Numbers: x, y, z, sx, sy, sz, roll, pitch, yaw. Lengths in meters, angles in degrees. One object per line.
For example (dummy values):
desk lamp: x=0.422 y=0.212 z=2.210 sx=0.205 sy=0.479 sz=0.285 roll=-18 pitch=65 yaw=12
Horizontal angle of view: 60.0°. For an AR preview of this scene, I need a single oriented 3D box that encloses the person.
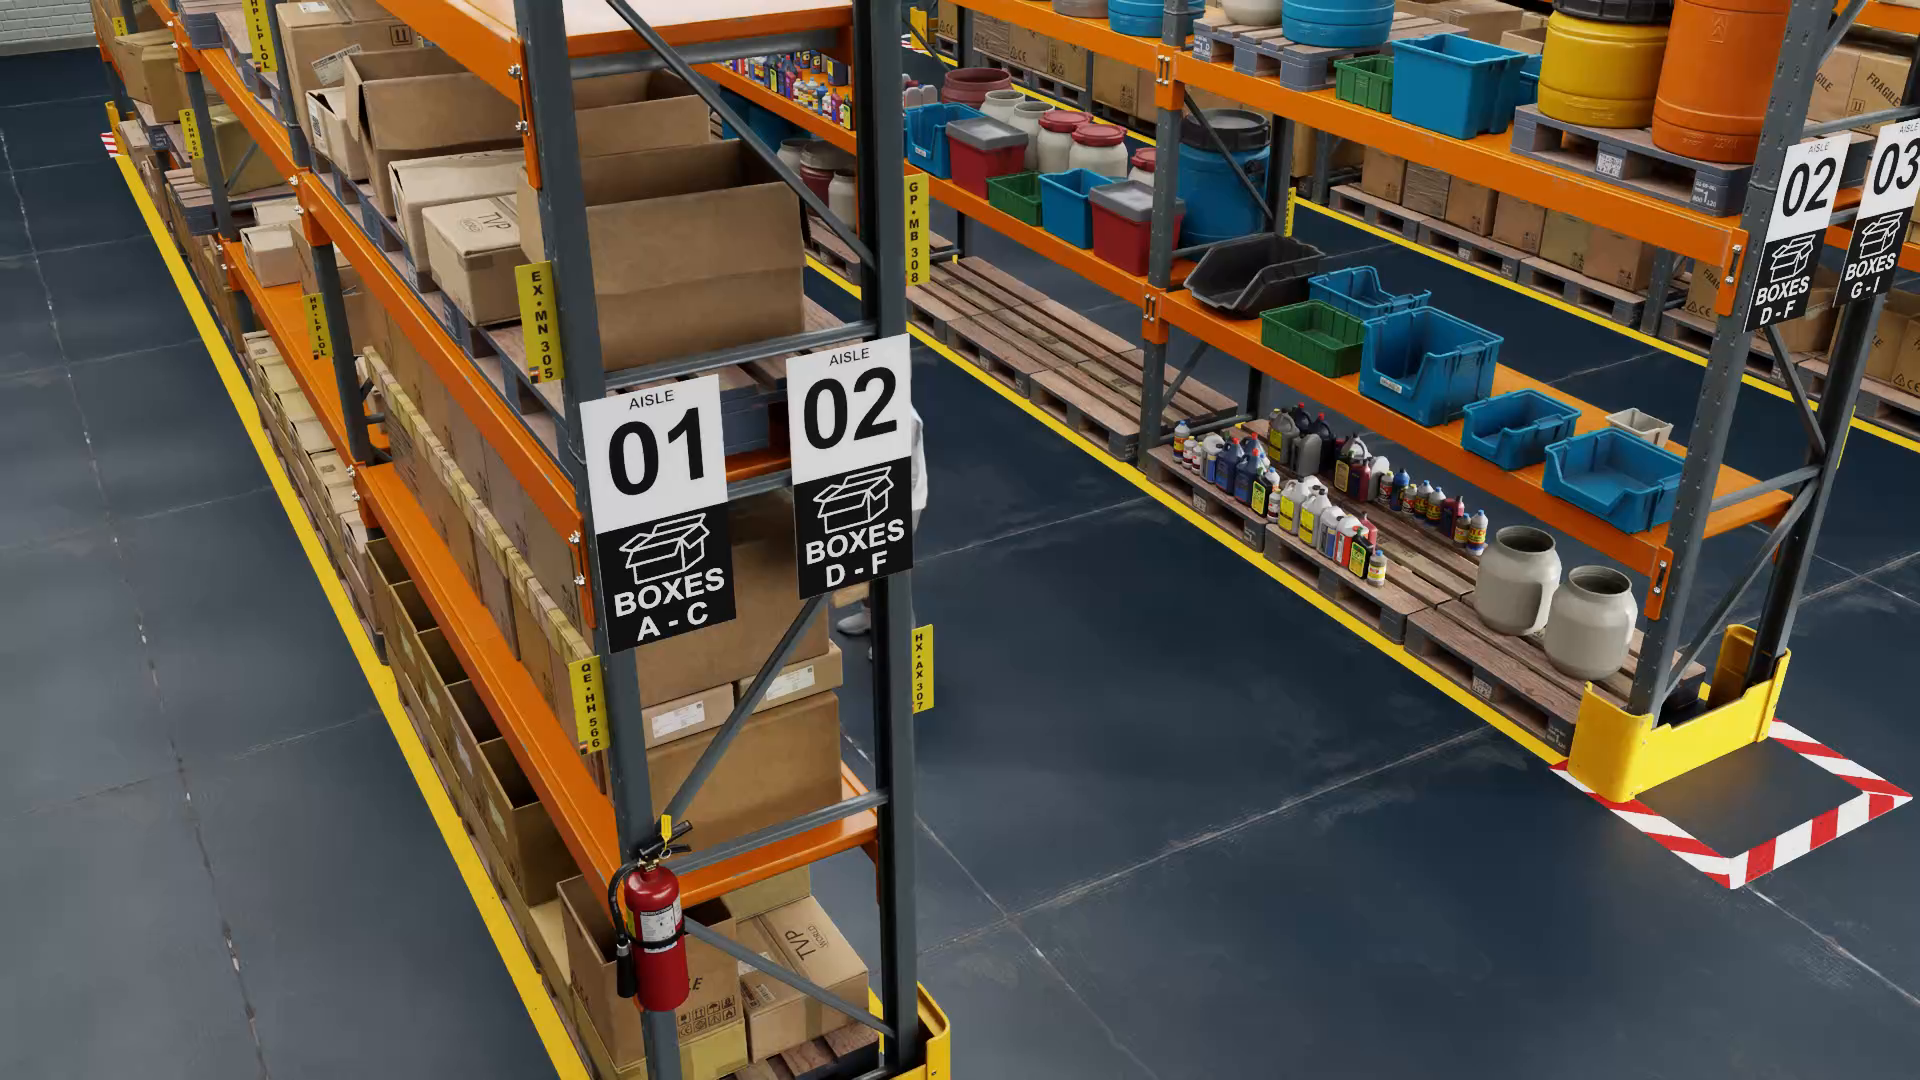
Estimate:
person: x=-0.403 y=-0.217 z=8.927 sx=0.430 sy=1.776 sz=0.560 roll=-17 pitch=33 yaw=-27
